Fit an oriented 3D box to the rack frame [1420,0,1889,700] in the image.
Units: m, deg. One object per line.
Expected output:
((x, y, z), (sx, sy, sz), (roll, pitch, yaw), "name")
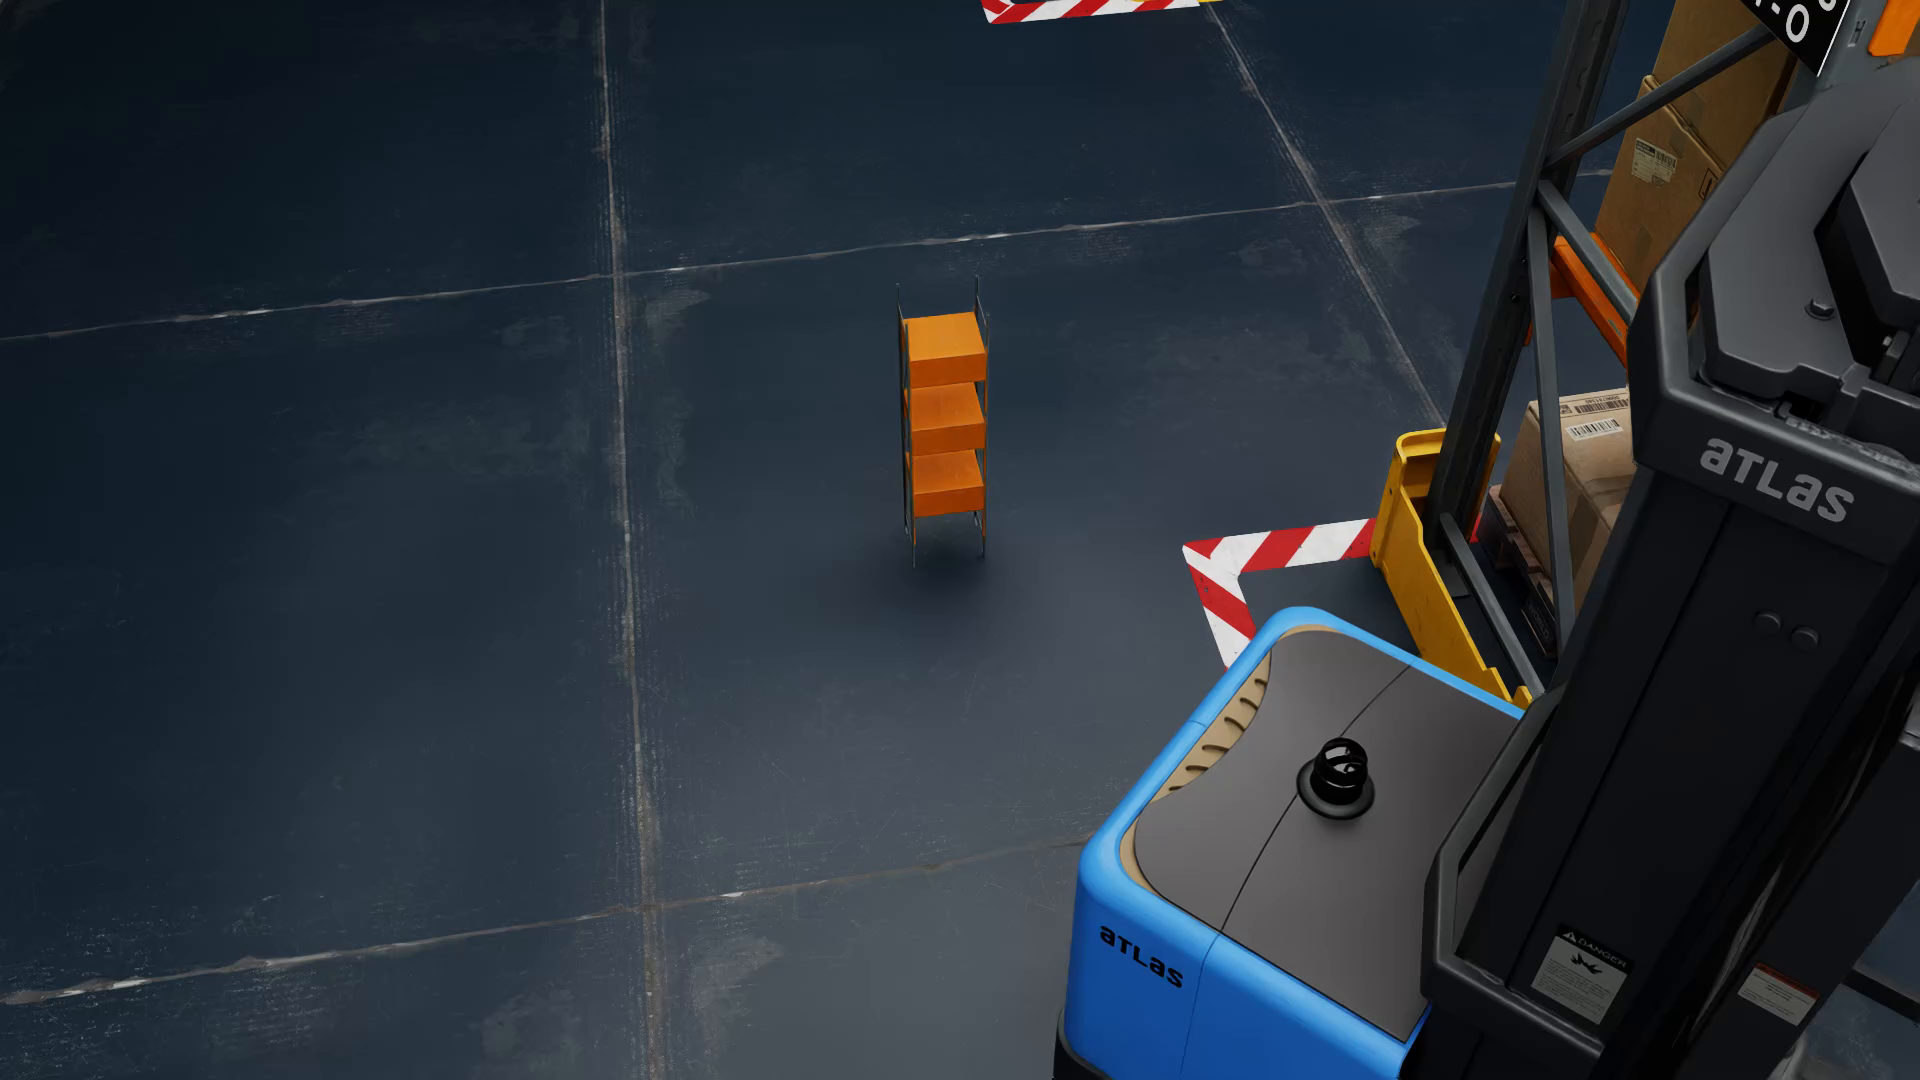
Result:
((1.686, -0.643, 4.286), (0.127, 3.000, 1.000), (-7, 46, -7), "rack frame")

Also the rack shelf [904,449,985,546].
((-0.053, -0.158, 5.573), (0.240, 0.259, 0.215), (-7, 46, -7), "rack shelf")

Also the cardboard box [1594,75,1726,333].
((2.116, -0.925, 4.488), (0.500, 0.500, 0.500), (-7, 46, -7), "cardboard box")

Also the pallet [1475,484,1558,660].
((2.461, 0.171, 5.439), (1.213, 0.211, 1.003), (-7, 46, -7), "pallet")

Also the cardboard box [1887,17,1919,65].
((2.083, -1.097, 3.509), (0.250, 0.149, 0.380), (-6, 46, -6), "cardboard box")

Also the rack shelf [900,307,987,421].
((-0.053, -0.547, 5.169), (0.240, 0.259, 0.215), (-7, 46, -7), "rack shelf")

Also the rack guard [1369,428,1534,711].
((1.662, 0.227, 5.184), (0.348, 0.500, 1.175), (-7, 46, -7), "rack guard")

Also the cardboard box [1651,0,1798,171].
((2.120, -1.253, 4.110), (0.500, 0.500, 0.500), (-6, 46, -5), "cardboard box")

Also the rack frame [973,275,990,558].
((0.067, -0.373, 5.380), (0.008, 1.050, 0.200), (-7, 46, -7), "rack frame")

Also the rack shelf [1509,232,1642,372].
((3.657, -0.639, 4.782), (4.000, 0.370, 1.077), (-7, 46, -7), "rack shelf")

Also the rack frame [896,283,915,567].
((-0.173, -0.343, 5.351), (0.008, 1.050, 0.200), (-7, 46, -7), "rack frame")

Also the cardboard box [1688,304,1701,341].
((2.208, -0.533, 4.111), (0.500, 0.500, 0.500), (-7, 47, -7), "cardboard box")

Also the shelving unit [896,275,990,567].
((-0.053, -0.358, 5.366), (0.252, 1.050, 0.215), (-7, 46, -7), "shelving unit")

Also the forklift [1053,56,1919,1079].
((1.730, 0.777, 2.966), (3.031, 2.935, 1.130), (28, 52, 24), "forklift")

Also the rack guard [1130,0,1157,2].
((0.911, -3.307, 8.589), (0.348, 0.500, 1.175), (-7, 46, -7), "rack guard")

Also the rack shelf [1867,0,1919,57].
((3.657, -1.680, 3.702), (4.000, 0.370, 1.077), (-7, 46, -7), "rack shelf")

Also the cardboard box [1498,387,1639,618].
((2.319, -0.052, 5.204), (0.875, 0.438, 0.875), (-9, 47, -8), "cardboard box")

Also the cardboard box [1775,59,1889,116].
((2.208, -0.881, 3.752), (0.500, 0.500, 0.500), (-8, 47, -8), "cardboard box")

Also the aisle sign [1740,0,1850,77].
((1.665, -1.330, 3.143), (0.004, 0.787, 0.394), (-7, 46, -7), "aisle sign")

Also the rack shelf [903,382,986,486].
((-0.053, -0.350, 5.373), (0.240, 0.259, 0.215), (-7, 46, -7), "rack shelf")
